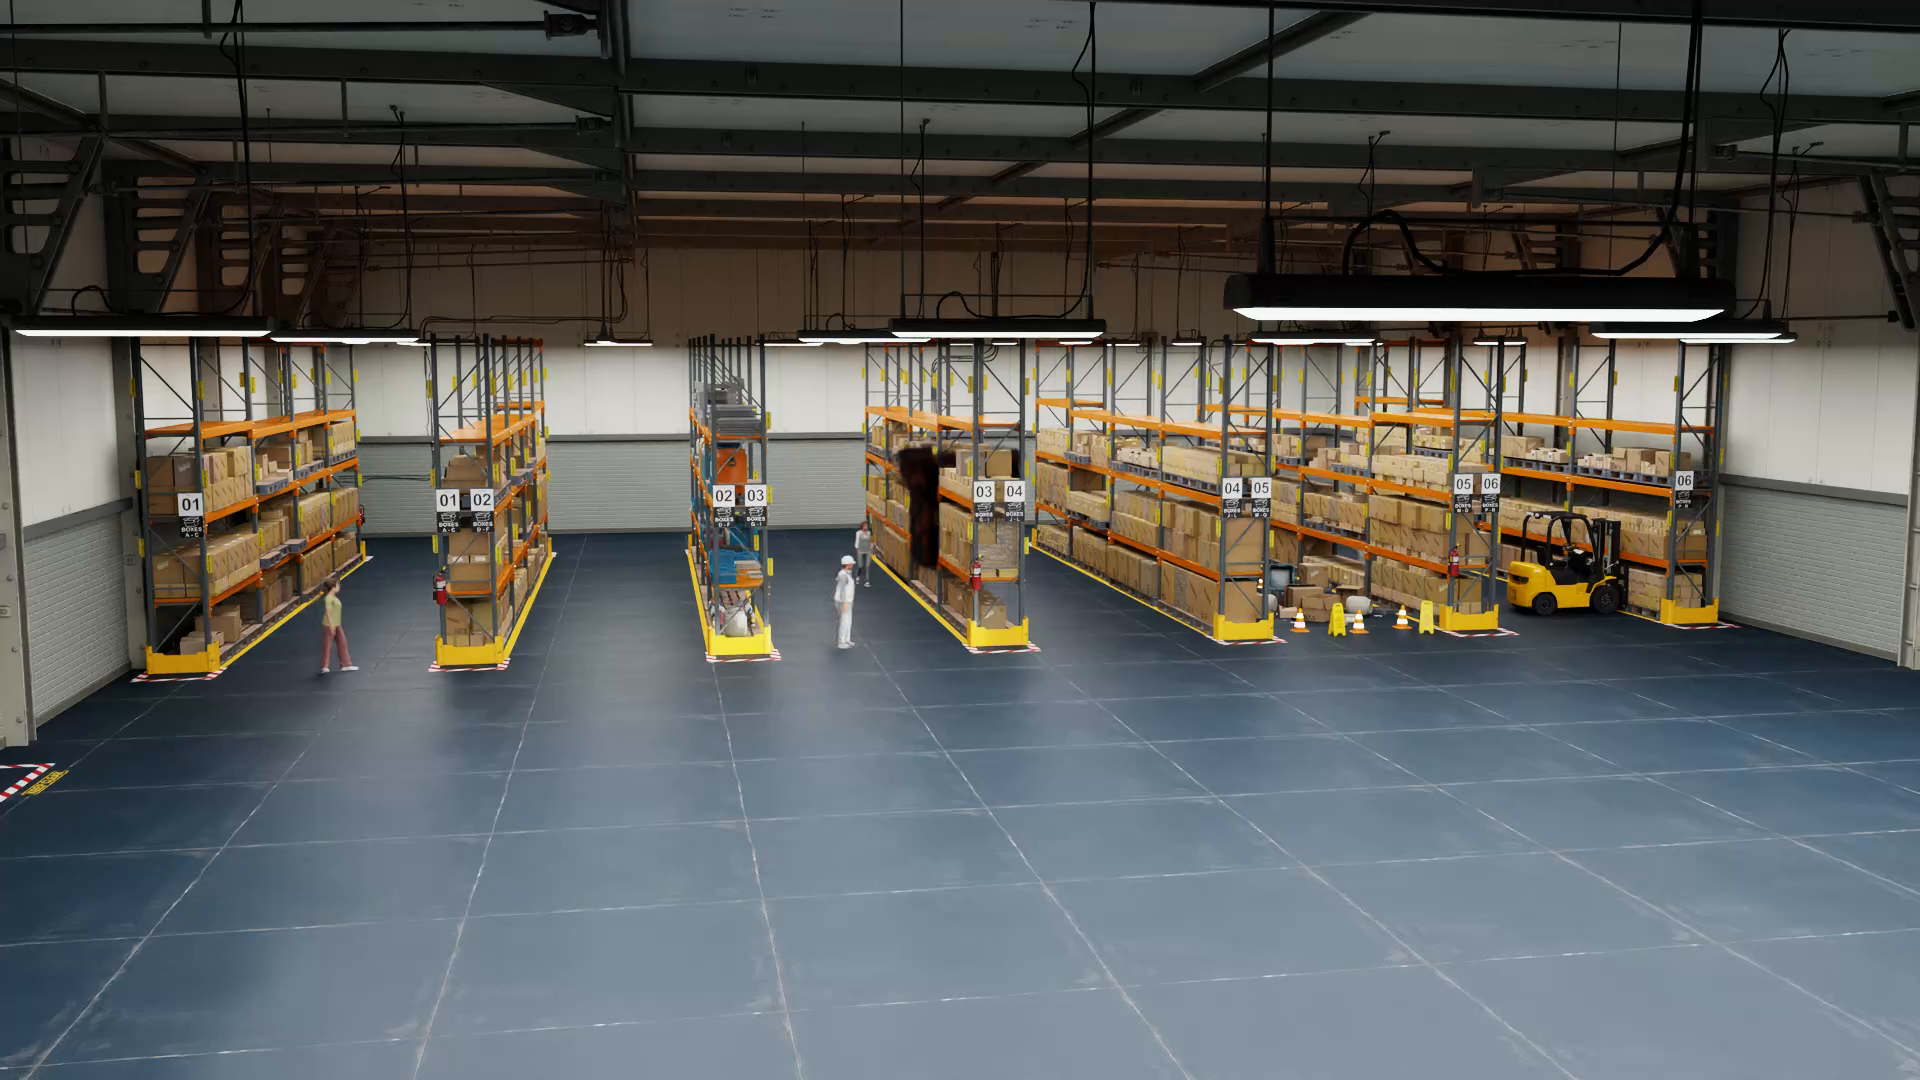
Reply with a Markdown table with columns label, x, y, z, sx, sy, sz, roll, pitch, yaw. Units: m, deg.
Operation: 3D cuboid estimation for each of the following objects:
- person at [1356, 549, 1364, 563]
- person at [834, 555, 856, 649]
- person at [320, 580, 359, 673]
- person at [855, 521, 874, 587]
| label | x | y | z | sx | sy | sz | roll | pitch | yaw |
| --- | --- | --- | --- | --- | --- | --- | --- | --- | --- |
| person | 10.484 | -0.080 | 43.587 | 0.414 | 1.676 | 0.547 | 1 | 7 | 11 |
| person | -2.209 | 1.189 | 32.064 | 0.427 | 1.799 | 0.583 | 1 | 7 | 6 |
| person | -11.087 | 1.529 | 29.483 | 0.633 | 1.658 | 0.466 | 1 | 7 | 9 |
| person | -2.313 | 0.324 | 40.171 | 0.455 | 1.594 | 0.479 | -2 | 7 | -15 |
